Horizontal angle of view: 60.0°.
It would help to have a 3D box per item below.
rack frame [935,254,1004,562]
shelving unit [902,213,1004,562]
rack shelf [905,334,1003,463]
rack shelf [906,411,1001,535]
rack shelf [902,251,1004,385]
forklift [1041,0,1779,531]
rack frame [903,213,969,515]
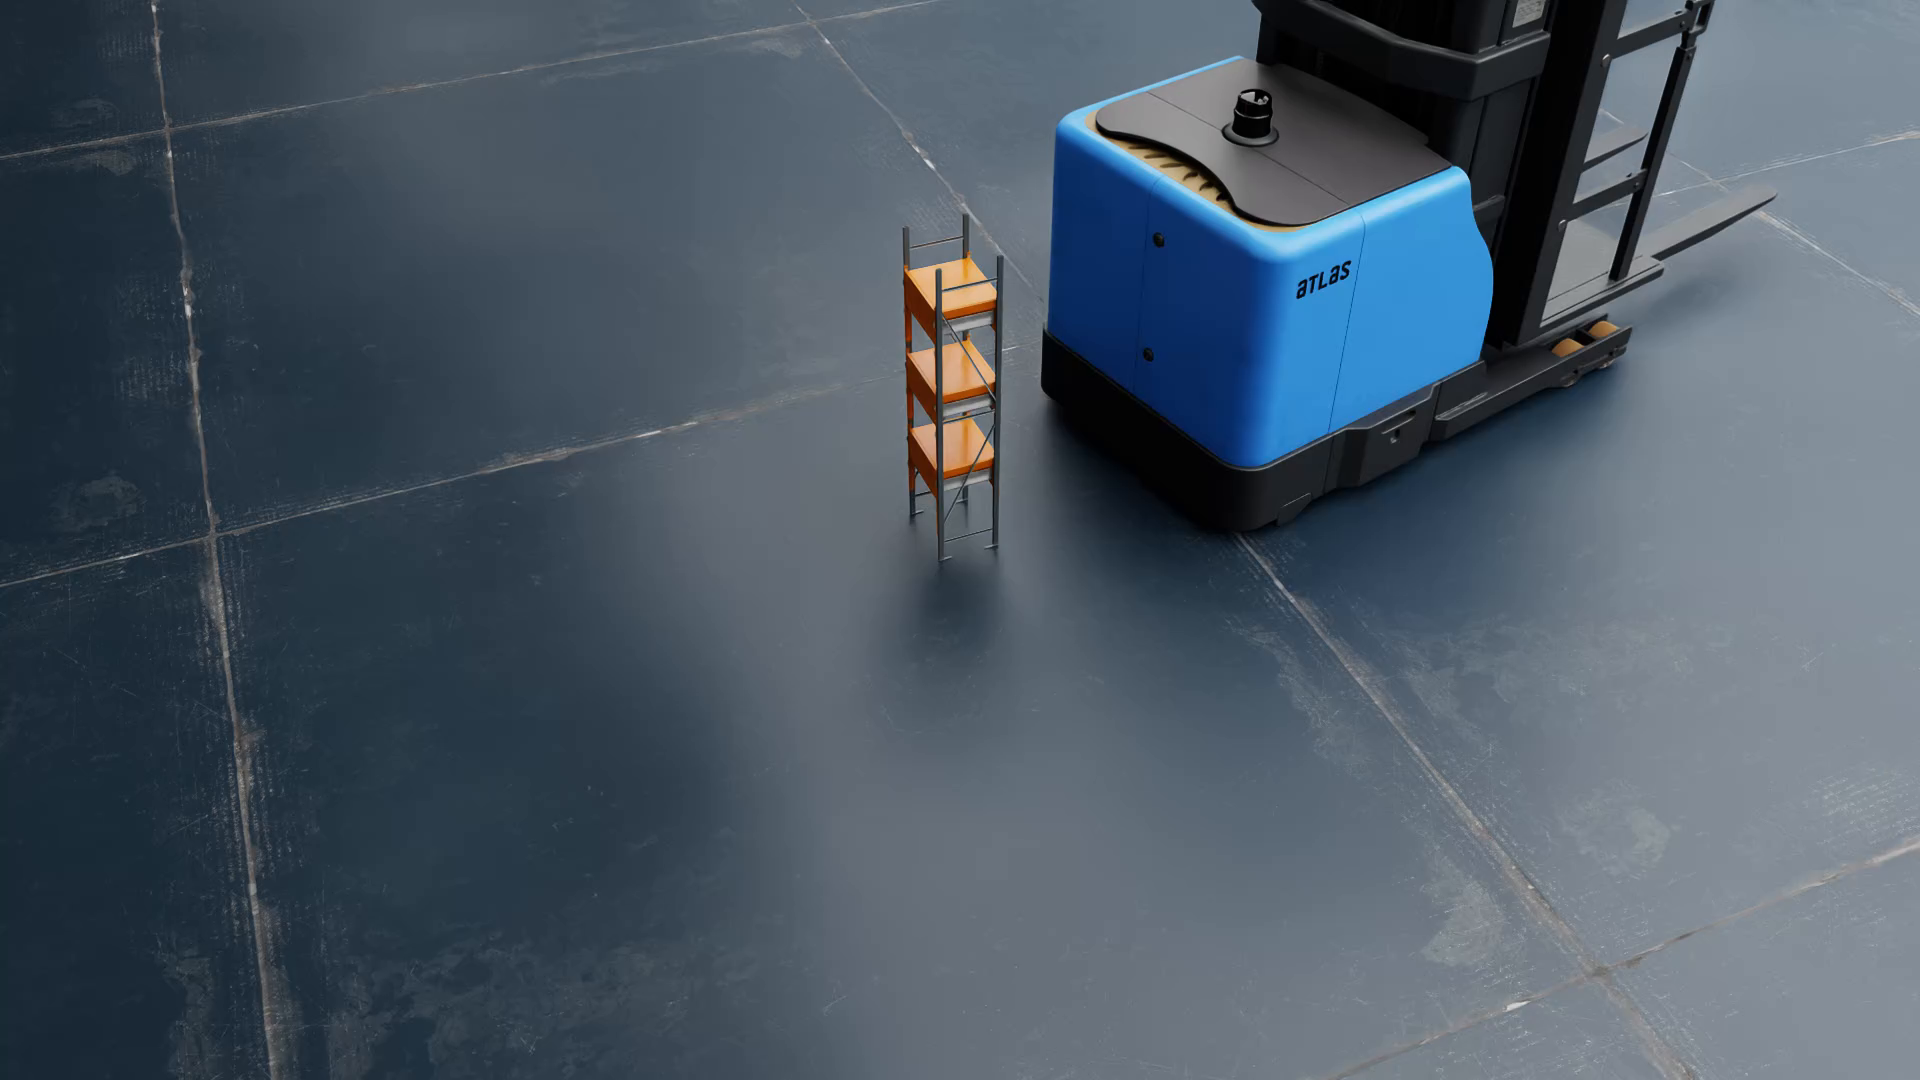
[{"bbox_3d":[0.026,-0.357,4.860,0.200,1.050,0.008,-15,43,-17],"label":"rack frame"},{"bbox_3d":[-0.020,-0.430,4.945,0.215,1.050,0.252,-15,43,-17],"label":"shelving unit"},{"bbox_3d":[-0.020,-0.422,4.952,0.215,0.259,0.240,-15,43,-17],"label":"rack shelf"},{"bbox_3d":[-0.020,-0.212,5.133,0.215,0.259,0.240,-15,43,-17],"label":"rack shelf"},{"bbox_3d":[-0.020,-0.637,4.767,0.215,0.259,0.240,-15,43,-17],"label":"rack shelf"},{"bbox_3d":[1.775,-1.909,5.222,3.031,2.935,1.130,-25,47,-26],"label":"forklift"},{"bbox_3d":[-0.067,-0.504,5.031,0.200,1.050,0.008,-15,43,-17],"label":"rack frame"}]
